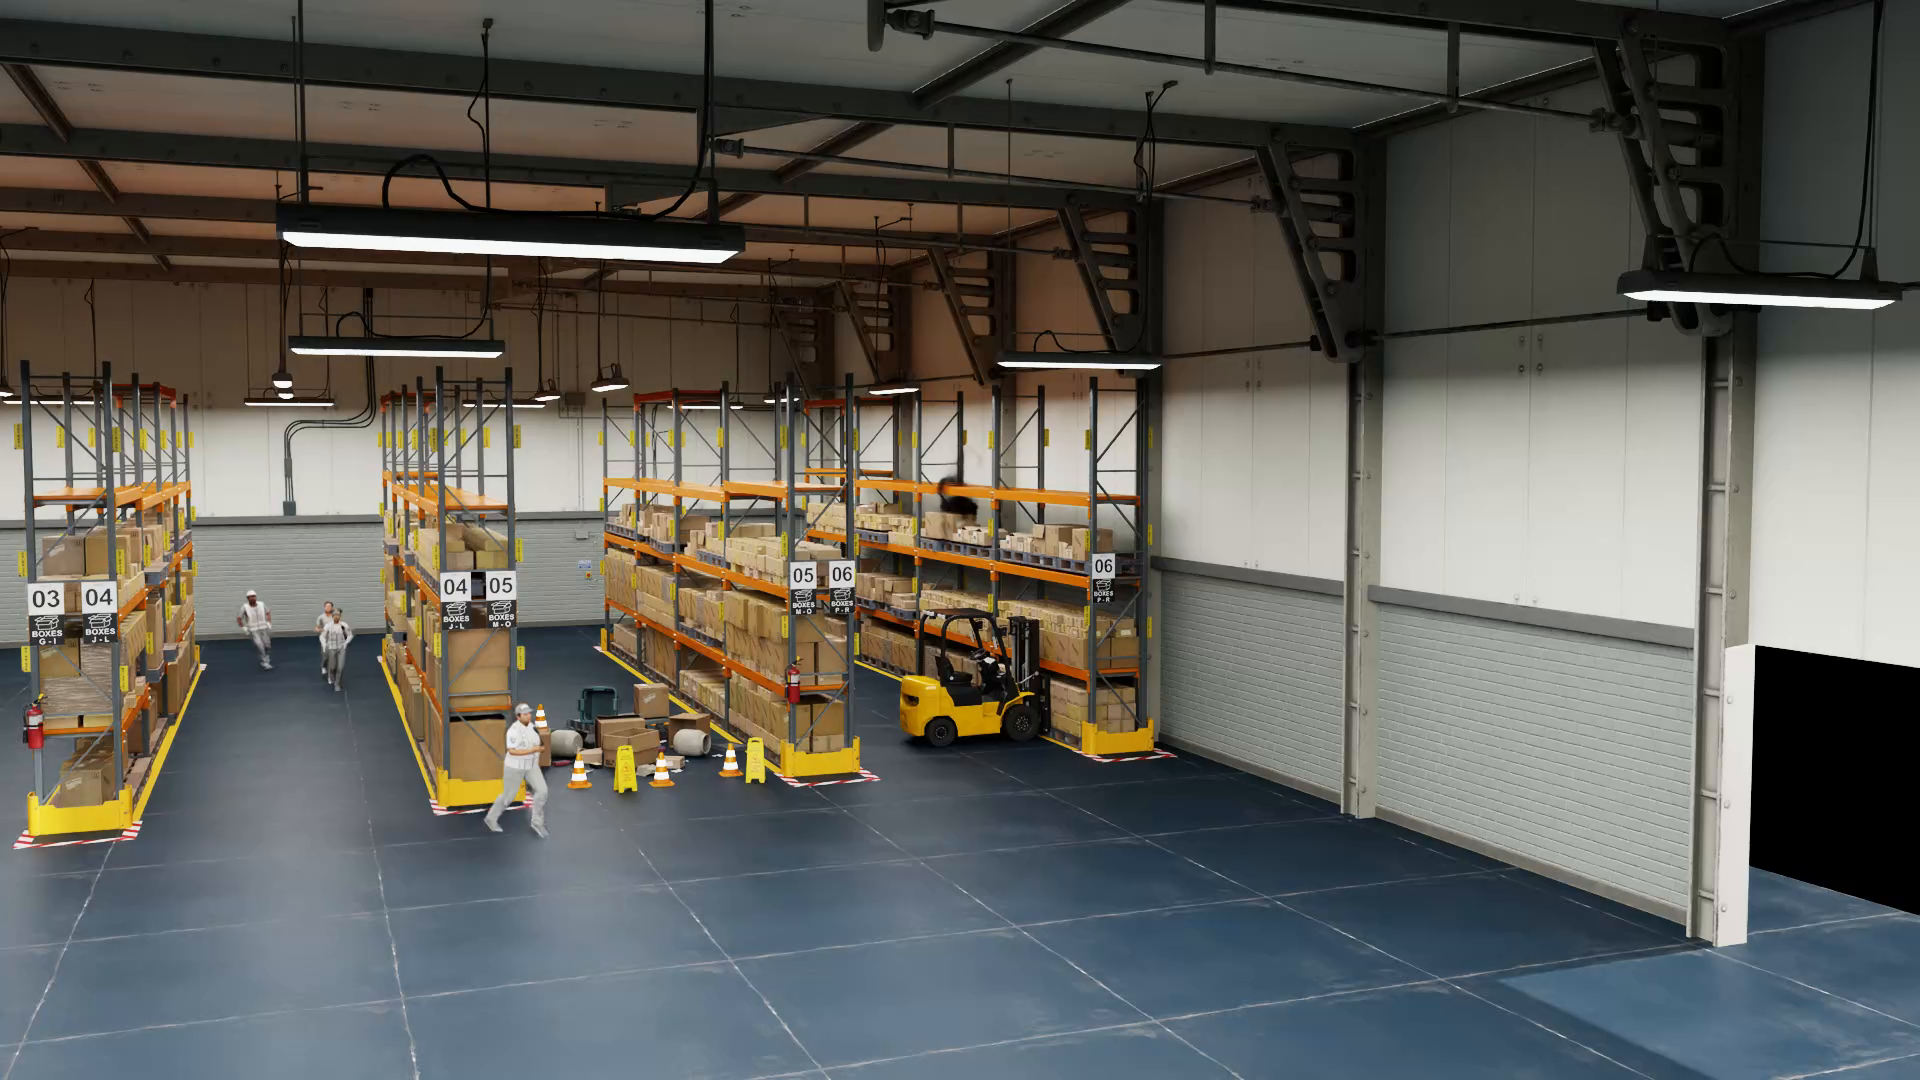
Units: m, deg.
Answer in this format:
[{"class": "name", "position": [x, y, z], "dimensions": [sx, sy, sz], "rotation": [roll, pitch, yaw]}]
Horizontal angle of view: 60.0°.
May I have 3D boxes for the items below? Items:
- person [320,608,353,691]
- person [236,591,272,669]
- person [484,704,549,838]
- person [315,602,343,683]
[{"class": "person", "position": [-12.481, 2.188, 33.314], "dimensions": [0.622, 1.653, 0.551], "rotation": [-1, 4, -23]}, {"class": "person", "position": [-15.379, 1.959, 36.262], "dimensions": [0.729, 1.731, 0.663], "rotation": [-3, 4, -38]}, {"class": "person", "position": [-5.570, 2.914, 21.041], "dimensions": [0.862, 1.715, 0.612], "rotation": [2, 4, 26]}, {"class": "person", "position": [-13.101, 2.110, 34.601], "dimensions": [0.577, 1.653, 0.887], "rotation": [-1, 4, -20]}]
